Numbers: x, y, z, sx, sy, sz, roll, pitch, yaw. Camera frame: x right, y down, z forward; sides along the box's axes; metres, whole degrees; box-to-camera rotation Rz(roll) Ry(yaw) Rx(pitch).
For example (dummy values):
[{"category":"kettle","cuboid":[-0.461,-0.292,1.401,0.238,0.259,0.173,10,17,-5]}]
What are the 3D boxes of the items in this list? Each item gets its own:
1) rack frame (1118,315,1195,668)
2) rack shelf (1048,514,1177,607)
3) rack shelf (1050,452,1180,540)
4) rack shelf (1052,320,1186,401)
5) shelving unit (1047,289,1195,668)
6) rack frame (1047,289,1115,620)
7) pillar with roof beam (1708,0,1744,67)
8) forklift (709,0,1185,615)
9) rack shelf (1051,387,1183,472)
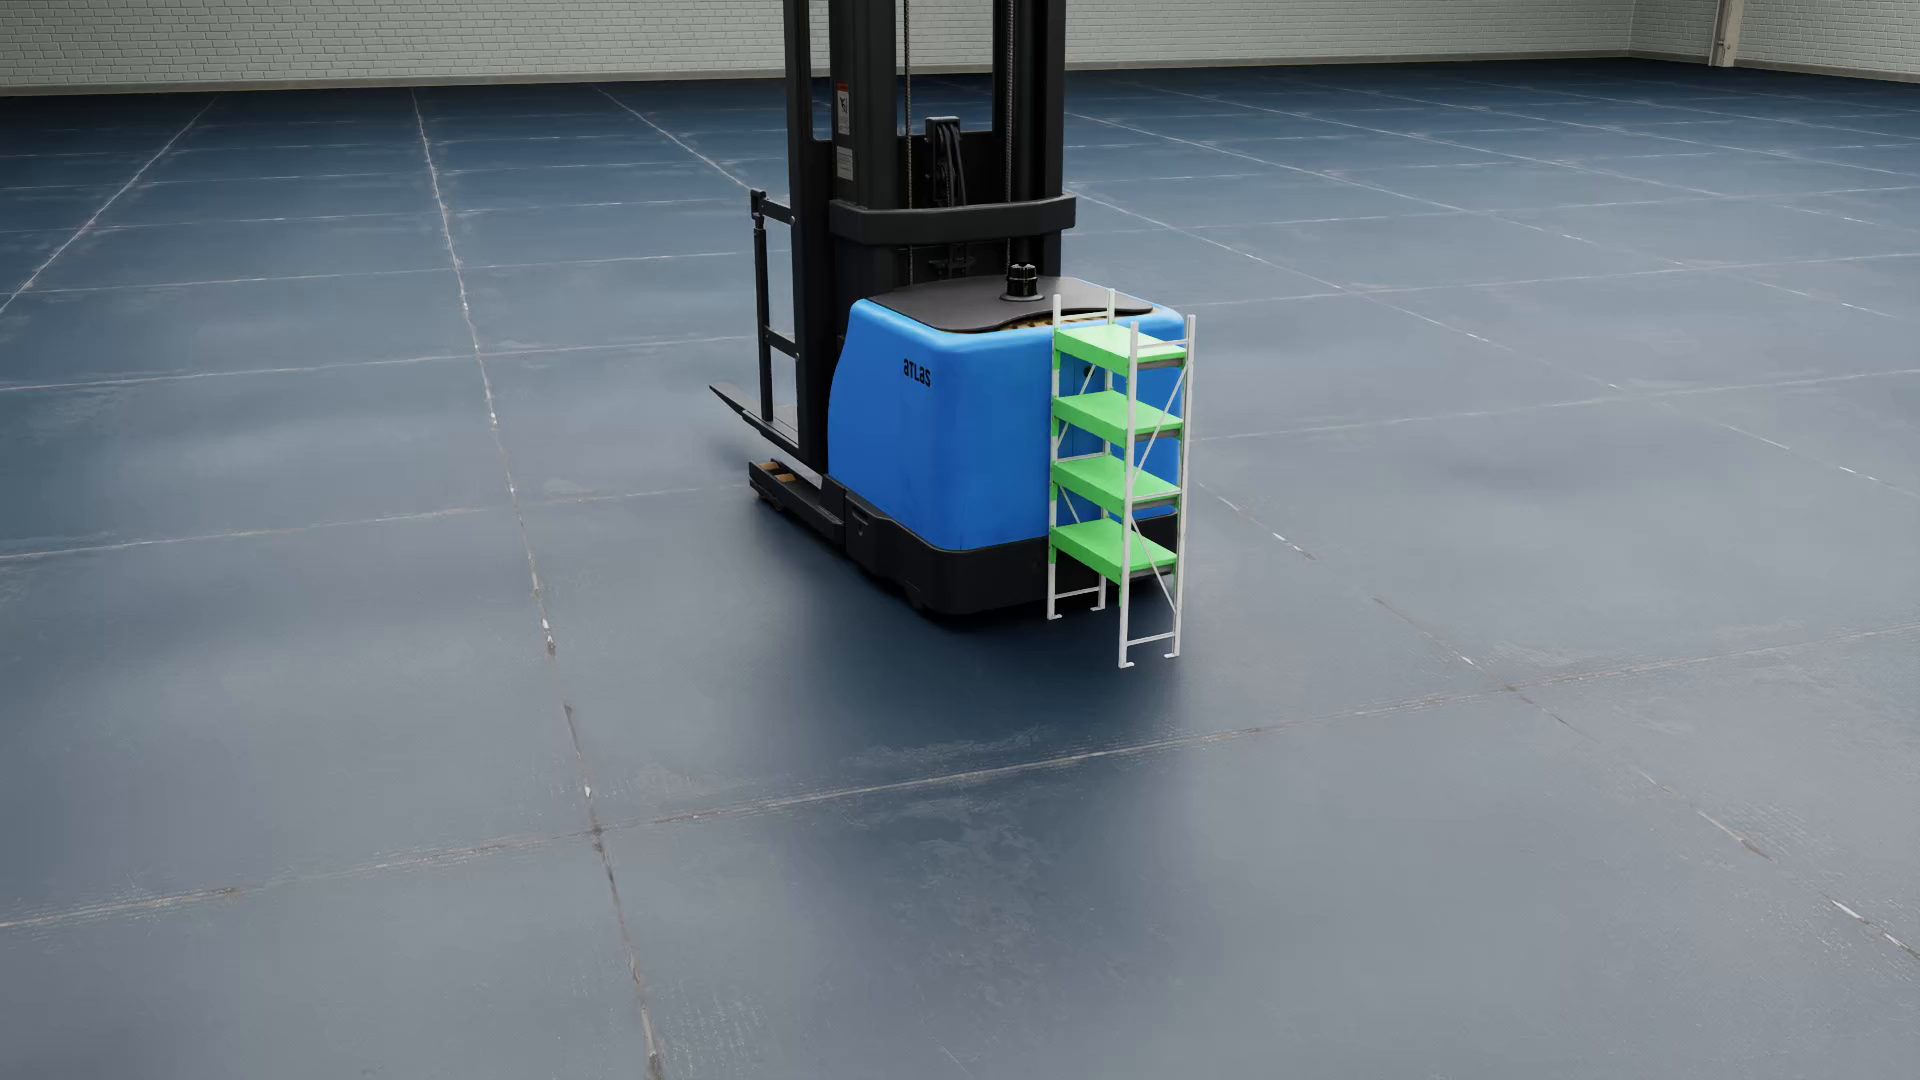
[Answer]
[{"category":"rack frame","cuboid":[0.654,-0.146,5.548,0.240,1.200,0.015,-10,22,-26]},{"category":"rack shelf","cuboid":[0.542,0.067,5.855,0.258,0.148,0.480,-10,22,-26]},{"category":"rack shelf","cuboid":[0.542,-0.159,5.774,0.258,0.148,0.480,-10,22,-26]},{"category":"rack shelf","cuboid":[0.542,-0.611,5.611,0.258,0.148,0.480,-10,22,-26]},{"category":"shelving unit","cuboid":[0.542,-0.219,5.752,0.258,1.200,0.503,-10,22,-26]},{"category":"rack frame","cuboid":[0.431,-0.293,5.956,0.240,1.200,0.015,-10,22,-26]},{"category":"pillar with roof beam","cuboid":[11.267,-13.340,30.743,9.100,9.000,0.400,-6,21,-17]},{"category":"forklift","cuboid":[-0.286,-1.566,6.942,1.130,2.935,3.031,-10,22,-26]},{"category":"rack shelf","cuboid":[0.542,-0.385,5.692,0.258,0.148,0.480,-10,22,-26]}]
